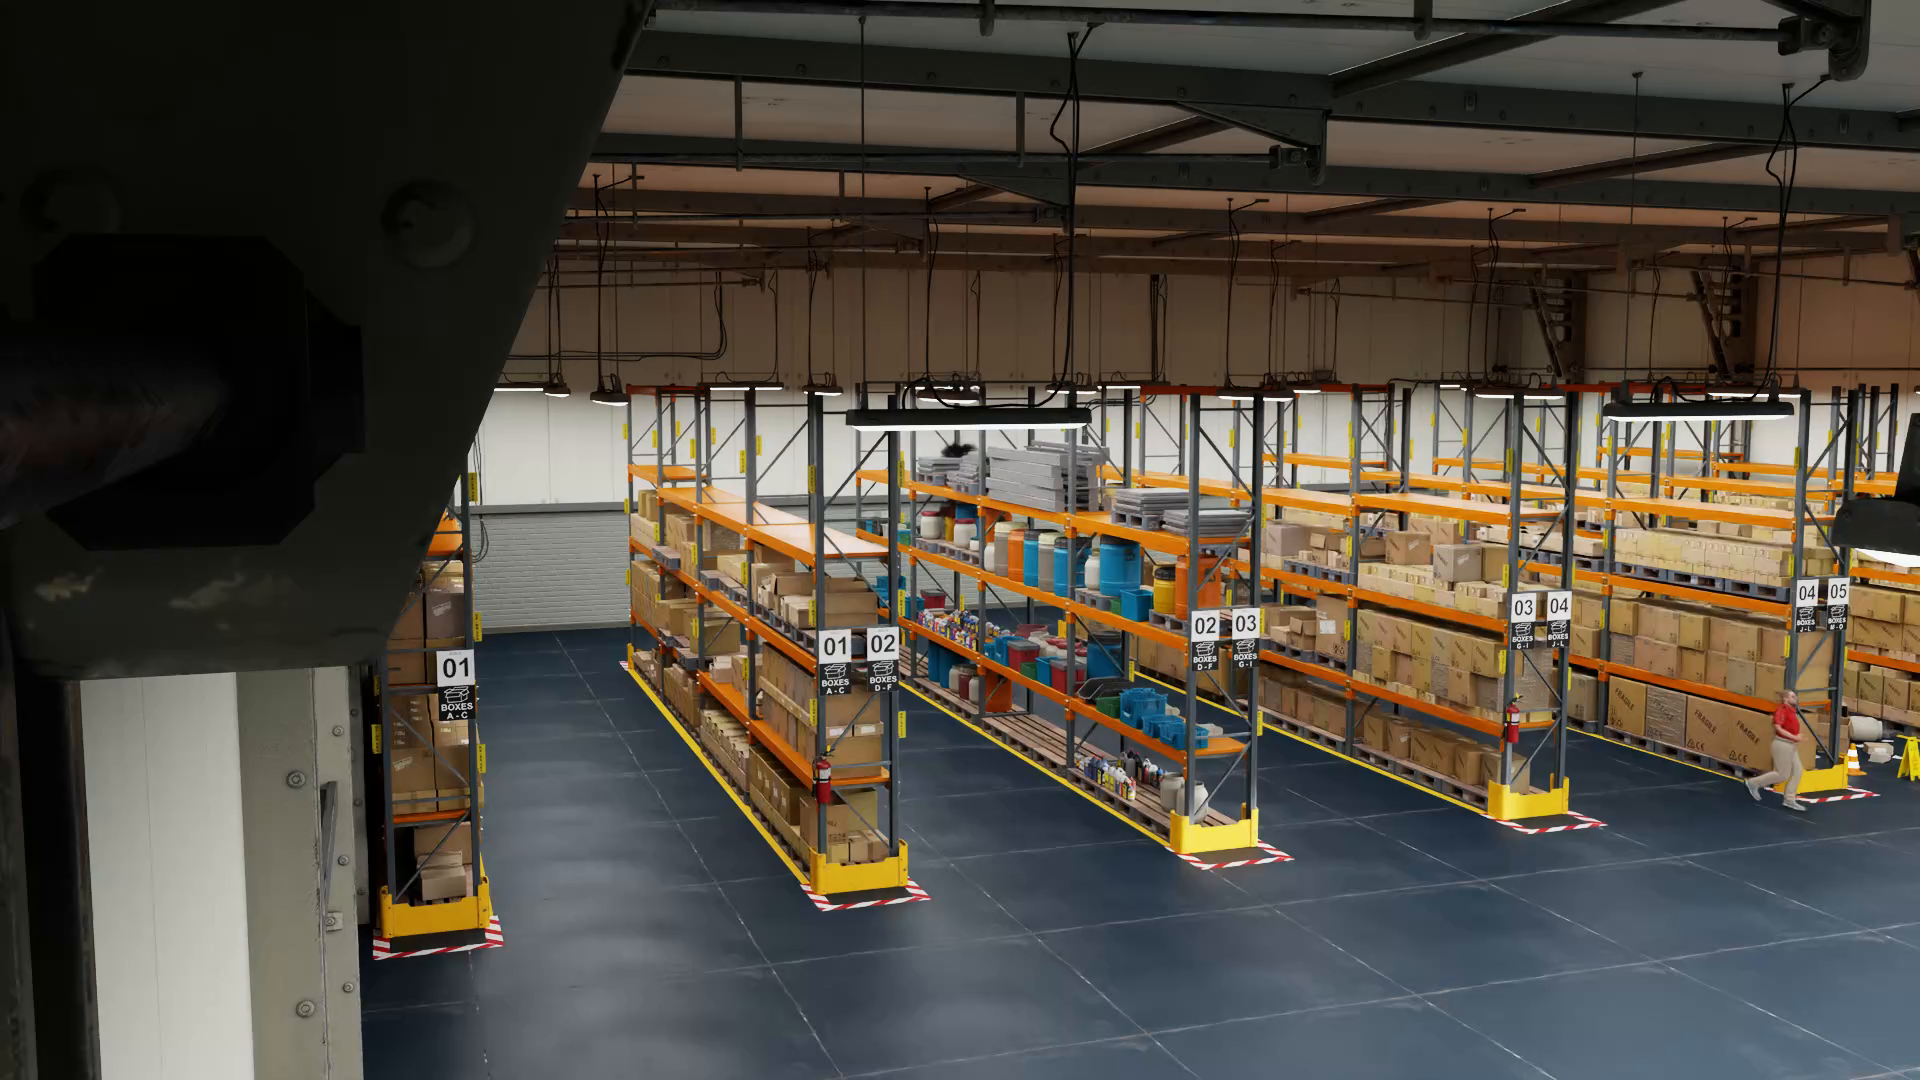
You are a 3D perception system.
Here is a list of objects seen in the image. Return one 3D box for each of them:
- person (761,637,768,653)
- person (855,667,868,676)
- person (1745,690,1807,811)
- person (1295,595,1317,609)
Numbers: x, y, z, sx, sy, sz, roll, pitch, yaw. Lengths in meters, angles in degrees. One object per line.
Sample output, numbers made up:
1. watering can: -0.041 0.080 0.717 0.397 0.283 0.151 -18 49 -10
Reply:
1. person: -3.867 1.937 33.916 0.708 1.798 1.050 -3 7 -29
2. person: -1.691 2.376 29.716 0.632 1.824 0.705 -3 7 -28
3. person: 11.872 3.014 24.086 0.808 1.722 0.677 4 7 35
4. person: 8.543 1.262 41.009 0.694 1.725 0.756 4 7 37
